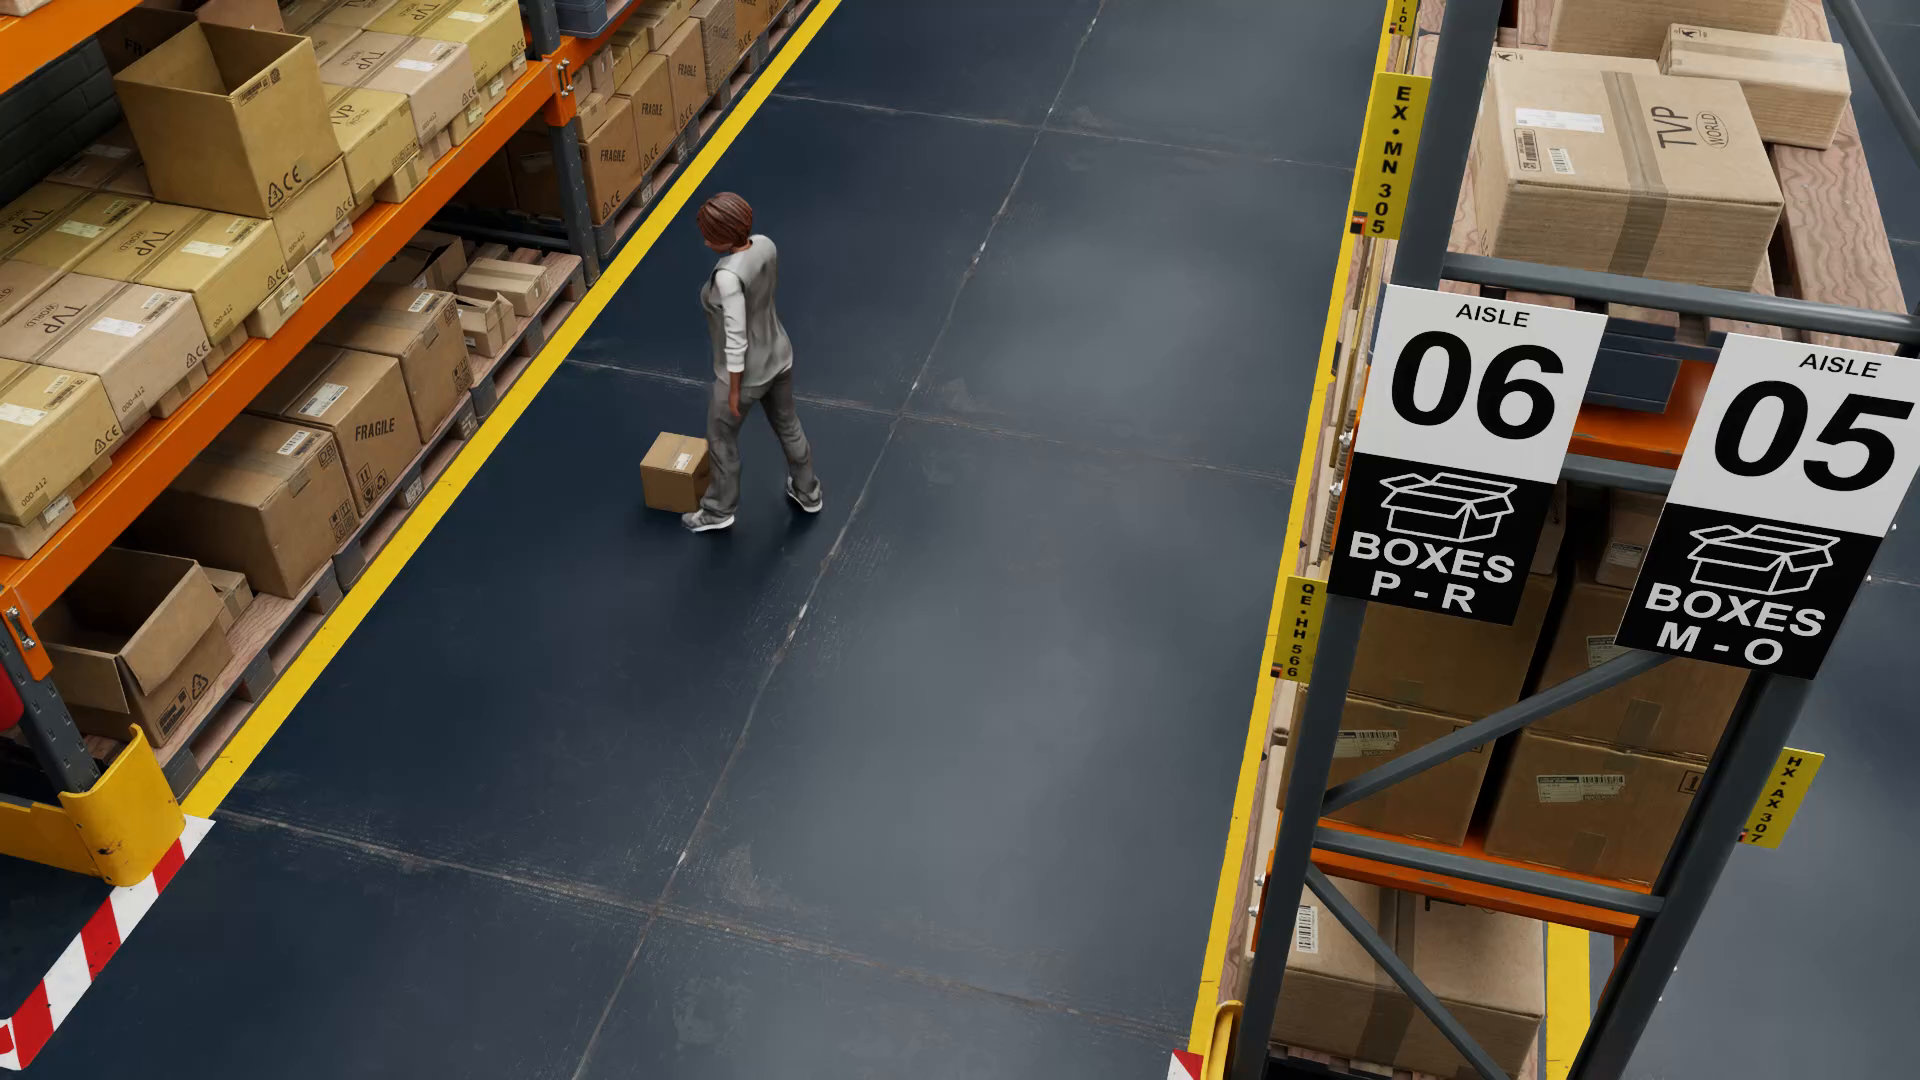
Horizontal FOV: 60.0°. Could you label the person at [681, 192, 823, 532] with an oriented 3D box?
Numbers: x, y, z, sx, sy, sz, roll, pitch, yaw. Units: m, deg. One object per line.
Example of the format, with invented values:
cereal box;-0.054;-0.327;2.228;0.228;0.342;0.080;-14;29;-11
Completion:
person;-0.905;-0.716;6.979;0.538;1.606;0.518;21;46;22
